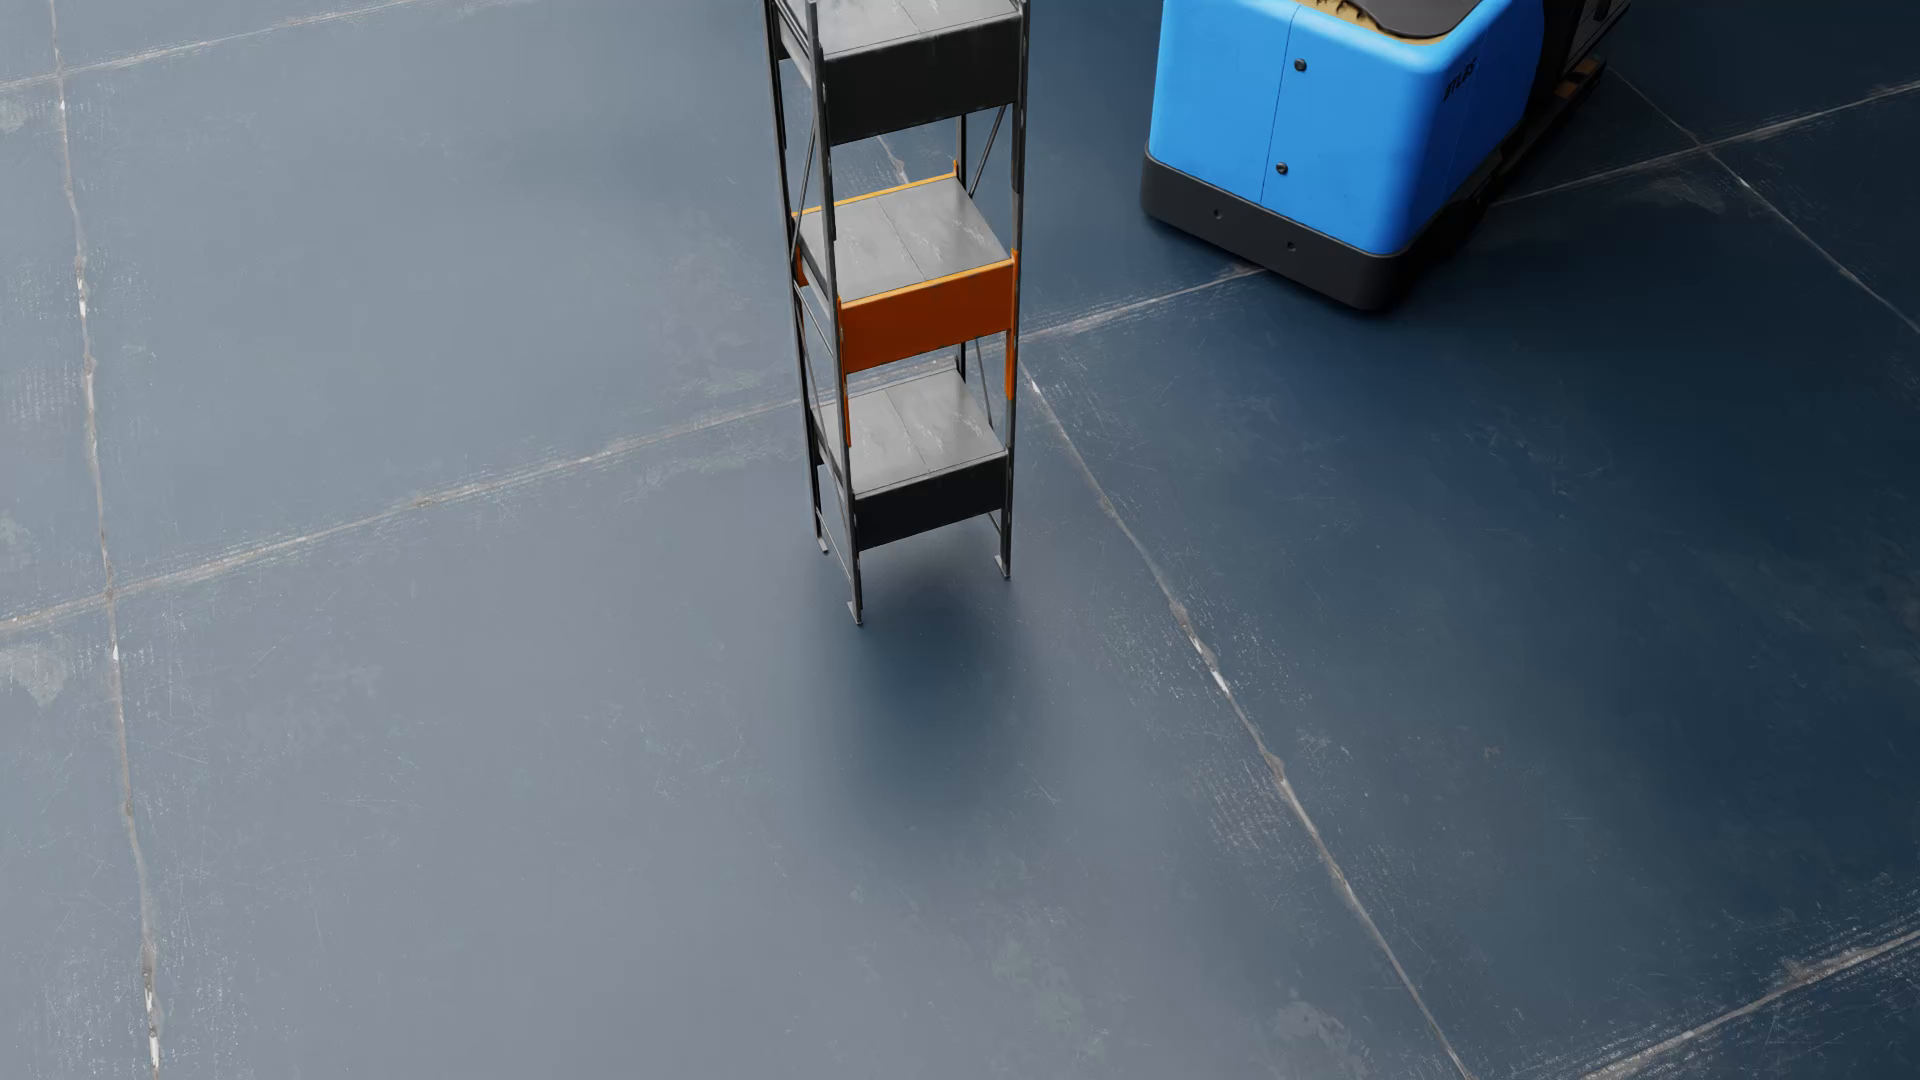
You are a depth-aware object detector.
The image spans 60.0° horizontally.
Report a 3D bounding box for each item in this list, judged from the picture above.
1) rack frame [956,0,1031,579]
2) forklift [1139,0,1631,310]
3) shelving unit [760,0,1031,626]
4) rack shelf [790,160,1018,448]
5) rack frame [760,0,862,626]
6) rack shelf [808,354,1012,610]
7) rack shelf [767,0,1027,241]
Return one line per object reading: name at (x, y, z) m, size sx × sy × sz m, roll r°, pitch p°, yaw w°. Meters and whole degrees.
rack frame at (0.073, -0.707, 4.473) m, size 0.015 × 2.100 × 0.400 m, roll -17°, pitch 52°, yaw -14°
forklift at (1.962, -2.838, 5.755) m, size 1.130 × 2.935 × 3.031 m, roll 30°, pitch 56°, yaw 23°
shelving unit at (-0.153, -0.637, 4.413) m, size 0.503 × 2.100 × 0.431 m, roll -17°, pitch 52°, yaw -14°
rack shelf at (-0.153, -0.628, 4.423) m, size 0.480 × 0.518 × 0.431 m, roll -17°, pitch 52°, yaw -14°
rack frame at (-0.379, -0.567, 4.353) m, size 0.015 × 2.100 × 0.400 m, roll -17°, pitch 52°, yaw -14°
rack shelf at (-0.153, -0.172, 4.954) m, size 0.480 × 0.518 × 0.431 m, roll -17°, pitch 52°, yaw -14°
rack shelf at (-0.153, -1.084, 3.892) m, size 0.480 × 0.518 × 0.431 m, roll -17°, pitch 52°, yaw -14°
